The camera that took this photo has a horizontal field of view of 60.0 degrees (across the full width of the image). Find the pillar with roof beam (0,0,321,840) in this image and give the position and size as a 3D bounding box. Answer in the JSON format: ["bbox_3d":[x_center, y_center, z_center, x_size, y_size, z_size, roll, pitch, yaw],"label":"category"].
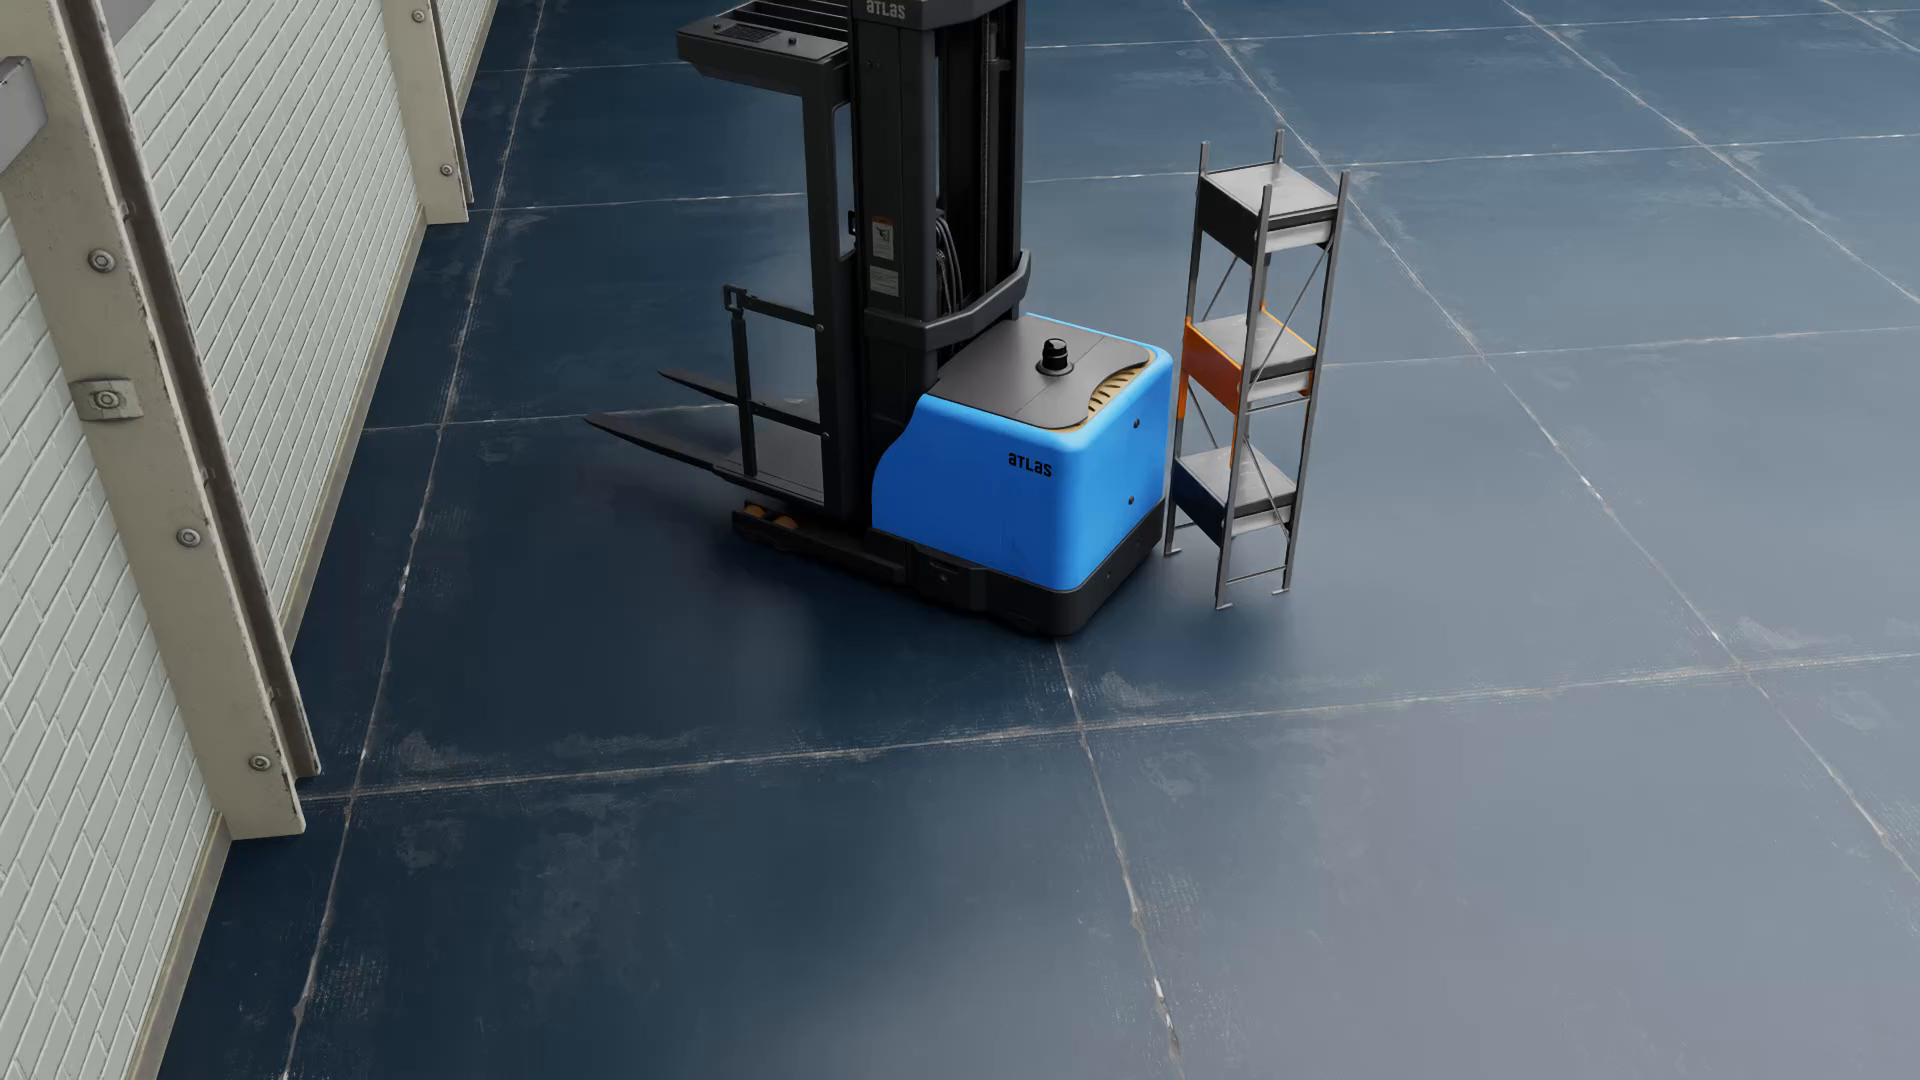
[{"bbox_3d":[1.499,-2.987,4.643,9.100,9.000,0.400,-4,35,-6],"label":"pillar with roof beam"}]

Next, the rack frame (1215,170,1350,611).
[{"bbox_3d":[1.383,-0.582,7.239,0.400,2.100,0.015,-13,37,-19],"label":"rack frame"}]

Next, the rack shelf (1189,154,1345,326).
[{"bbox_3d":[1.290,-1.276,7.034,0.431,0.518,0.480,-13,37,-19],"label":"rack shelf"}]

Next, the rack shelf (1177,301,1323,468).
[{"bbox_3d":[1.286,-0.699,7.431,0.431,0.518,0.480,-13,37,-19],"label":"rack shelf"}]

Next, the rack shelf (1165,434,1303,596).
[{"bbox_3d":[1.282,-0.121,7.827,0.431,0.518,0.480,-13,37,-19],"label":"rack shelf"}]

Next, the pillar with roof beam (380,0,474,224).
[{"bbox_3d":[0.692,-6.336,9.556,9.100,9.000,0.400,-4,35,-6],"label":"pillar with roof beam"}]

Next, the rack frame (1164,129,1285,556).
[{"bbox_3d":[1.189,-0.837,7.607,0.400,2.100,0.015,-13,37,-19],"label":"rack frame"}]

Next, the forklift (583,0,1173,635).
[{"bbox_3d":[-0.533,-1.393,7.692,3.031,2.935,1.130,19,39,25],"label":"forklift"}]

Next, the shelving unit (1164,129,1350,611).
[{"bbox_3d":[1.286,-0.710,7.423,0.431,2.100,0.503,-13,37,-19],"label":"shelving unit"}]
